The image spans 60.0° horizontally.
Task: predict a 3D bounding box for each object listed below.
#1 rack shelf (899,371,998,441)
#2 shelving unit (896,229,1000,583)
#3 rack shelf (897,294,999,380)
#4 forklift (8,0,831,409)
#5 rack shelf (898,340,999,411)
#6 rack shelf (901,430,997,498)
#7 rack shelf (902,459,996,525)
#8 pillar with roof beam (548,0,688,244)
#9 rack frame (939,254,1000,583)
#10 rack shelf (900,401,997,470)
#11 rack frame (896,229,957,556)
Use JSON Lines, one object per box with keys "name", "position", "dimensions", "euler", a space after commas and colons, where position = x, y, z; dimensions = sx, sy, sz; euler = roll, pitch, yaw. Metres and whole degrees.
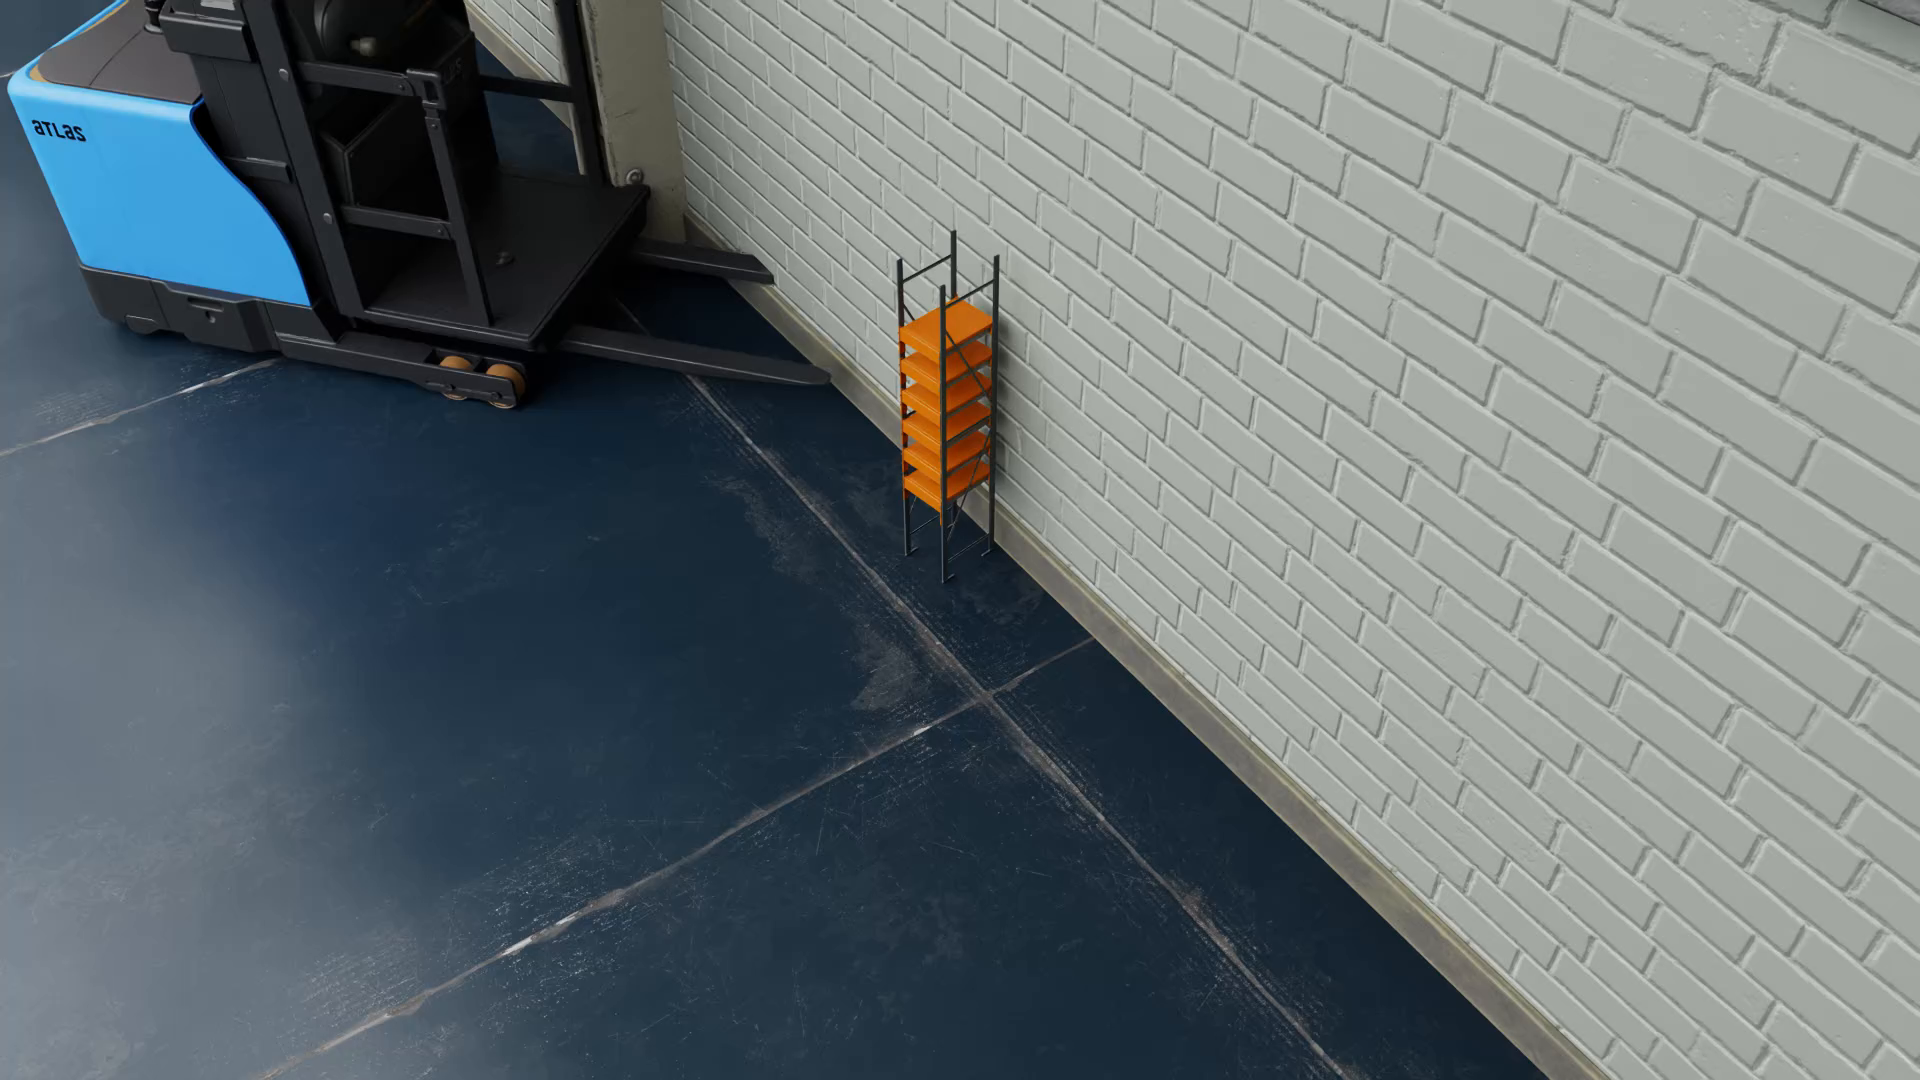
{"name": "rack shelf", "position": [-0.035, -0.448, 5.240], "dimensions": [0.258, 0.103, 0.180], "euler": [-34, 53, -30]}
{"name": "shelving unit", "position": [-0.035, -0.393, 5.292], "dimensions": [0.258, 1.200, 0.189], "euler": [-34, 53, -30]}
{"name": "rack shelf", "position": [-0.035, -0.622, 5.075], "dimensions": [0.258, 0.103, 0.180], "euler": [-34, 53, -30]}
{"name": "forklift", "position": [-1.852, -1.964, 5.685], "dimensions": [3.031, 2.935, 1.130], "euler": [11, 45, 11]}
{"name": "rack shelf", "position": [-0.035, -0.535, 5.157], "dimensions": [0.258, 0.103, 0.180], "euler": [-34, 53, -30]}
{"name": "rack shelf", "position": [-0.035, -0.274, 5.405], "dimensions": [0.258, 0.103, 0.180], "euler": [-34, 53, -30]}
{"name": "rack shelf", "position": [-0.035, -0.187, 5.488], "dimensions": [0.258, 0.103, 0.180], "euler": [-34, 53, -30]}
{"name": "pillar with roof beam", "position": [-4.904, -2.889, 2.259], "dimensions": [9.100, 9.000, 0.400], "euler": [-26, 49, -24]}
{"name": "rack frame", "position": [0.028, -0.348, 5.244], "dimensions": [0.240, 1.200, 0.006], "euler": [-34, 53, -30]}
{"name": "rack shelf", "position": [-0.035, -0.361, 5.323], "dimensions": [0.258, 0.103, 0.180], "euler": [-34, 53, -30]}
{"name": "rack frame", "position": [-0.099, -0.438, 5.340], "dimensions": [0.240, 1.200, 0.006], "euler": [-34, 53, -30]}
